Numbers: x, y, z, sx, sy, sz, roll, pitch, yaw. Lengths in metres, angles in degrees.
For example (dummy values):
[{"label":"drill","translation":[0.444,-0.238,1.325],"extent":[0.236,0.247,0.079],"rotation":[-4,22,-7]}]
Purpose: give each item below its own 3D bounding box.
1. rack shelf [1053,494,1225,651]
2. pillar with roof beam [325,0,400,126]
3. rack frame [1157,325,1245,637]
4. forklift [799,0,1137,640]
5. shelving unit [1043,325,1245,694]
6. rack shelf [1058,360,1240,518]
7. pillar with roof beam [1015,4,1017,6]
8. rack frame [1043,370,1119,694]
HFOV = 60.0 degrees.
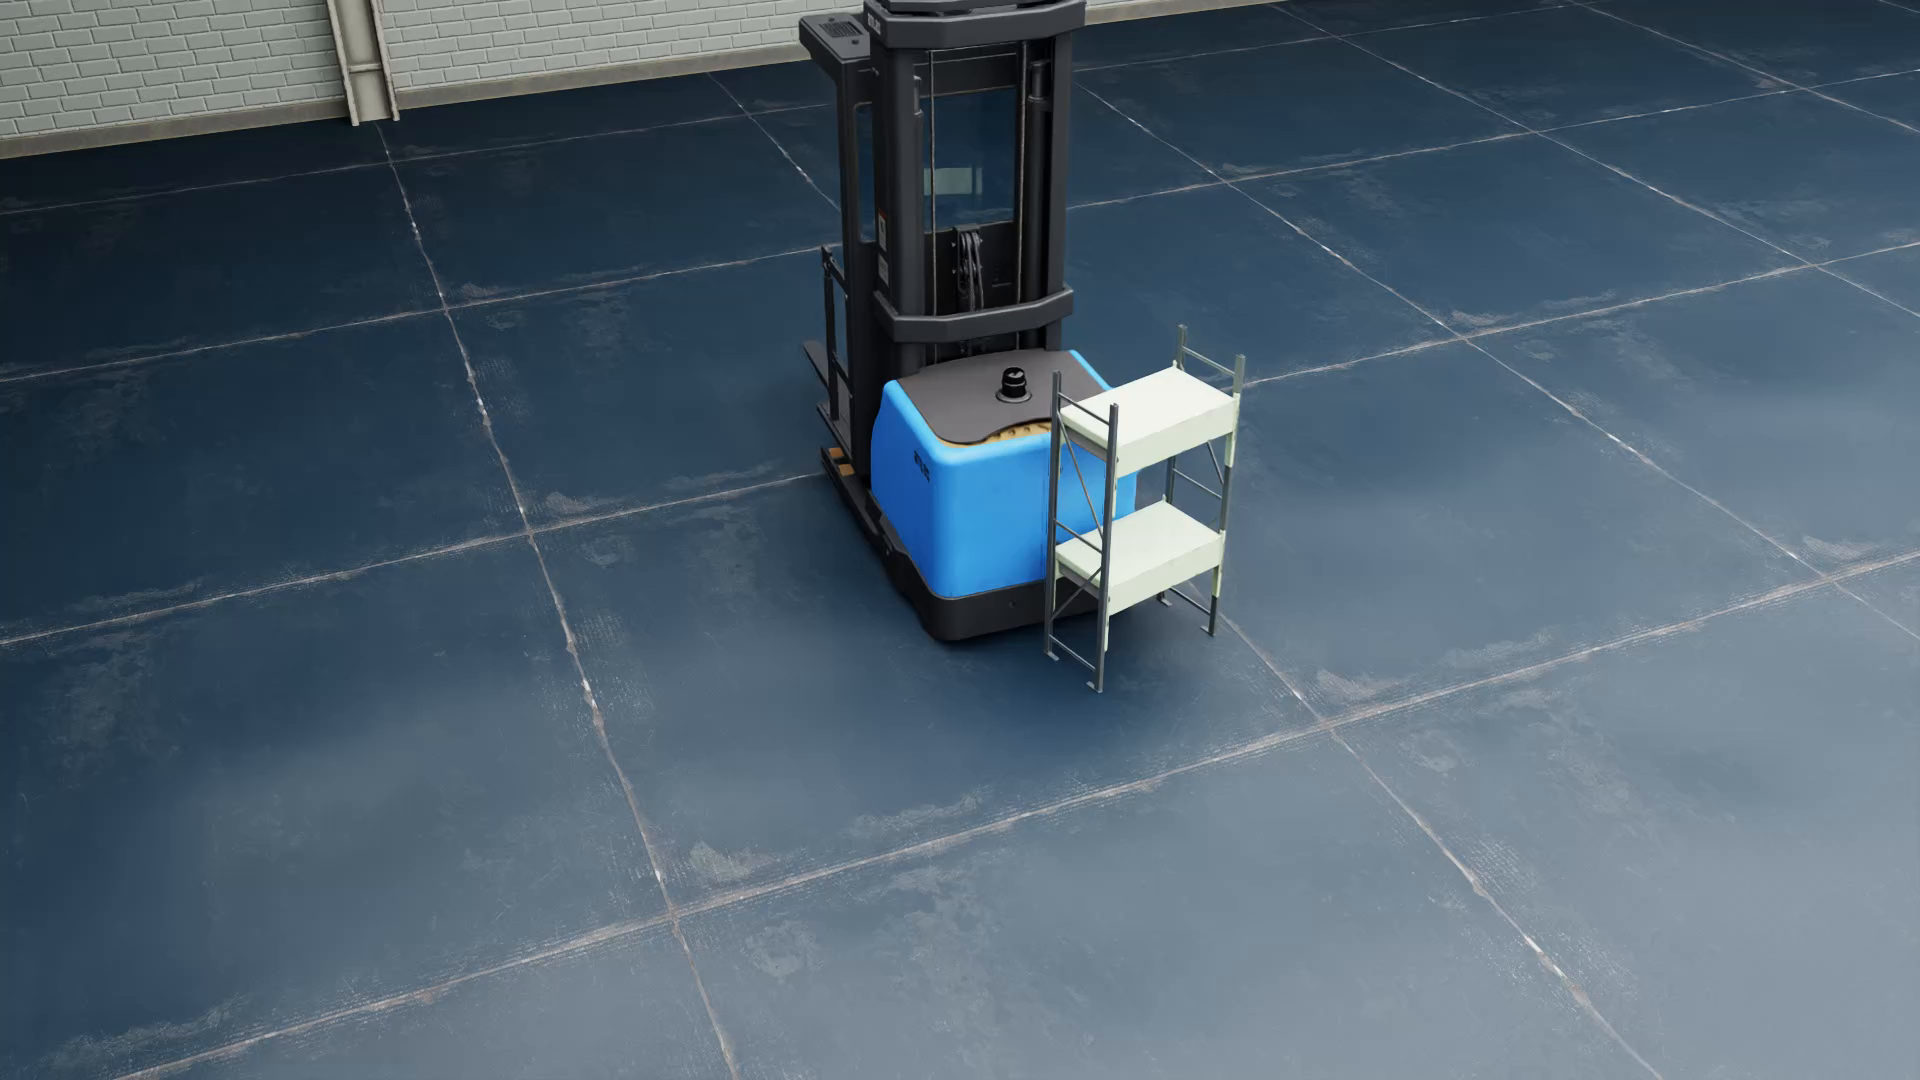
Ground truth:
[{"label":"rack shelf","translation":[0.819,0.143,7.753],"extent":[0.720,0.370,0.431],"rotation":[-22,39,-30]},{"label":"pillar with roof beam","translation":[-3.391,-5.256,8.577],"extent":[0.400,9.000,9.100],"rotation":[-13,35,-19]},{"label":"rack frame","translation":[1.111,-0.251,7.760],"extent":[0.023,1.500,0.400],"rotation":[-22,39,-30]},{"label":"forklift","translation":[-0.130,-1.549,8.443],"extent":[1.130,2.935,3.031],"rotation":[-11,35,-17]},{"label":"shelving unit","translation":[0.819,-0.130,7.575],"extent":[0.755,1.500,0.431],"rotation":[-22,39,-30]},{"label":"rack shelf","translation":[0.819,-0.457,7.362],"extent":[0.720,0.370,0.431],"rotation":[-22,39,-30]},{"label":"pillar with roof beam","translation":[2.141,-6.523,10.523],"extent":[0.400,9.000,9.100],"rotation":[-13,35,-19]},{"label":"rack frame","translation":[0.527,-0.010,7.390],"extent":[0.023,1.500,0.400],"rotation":[-22,39,-30]}]
